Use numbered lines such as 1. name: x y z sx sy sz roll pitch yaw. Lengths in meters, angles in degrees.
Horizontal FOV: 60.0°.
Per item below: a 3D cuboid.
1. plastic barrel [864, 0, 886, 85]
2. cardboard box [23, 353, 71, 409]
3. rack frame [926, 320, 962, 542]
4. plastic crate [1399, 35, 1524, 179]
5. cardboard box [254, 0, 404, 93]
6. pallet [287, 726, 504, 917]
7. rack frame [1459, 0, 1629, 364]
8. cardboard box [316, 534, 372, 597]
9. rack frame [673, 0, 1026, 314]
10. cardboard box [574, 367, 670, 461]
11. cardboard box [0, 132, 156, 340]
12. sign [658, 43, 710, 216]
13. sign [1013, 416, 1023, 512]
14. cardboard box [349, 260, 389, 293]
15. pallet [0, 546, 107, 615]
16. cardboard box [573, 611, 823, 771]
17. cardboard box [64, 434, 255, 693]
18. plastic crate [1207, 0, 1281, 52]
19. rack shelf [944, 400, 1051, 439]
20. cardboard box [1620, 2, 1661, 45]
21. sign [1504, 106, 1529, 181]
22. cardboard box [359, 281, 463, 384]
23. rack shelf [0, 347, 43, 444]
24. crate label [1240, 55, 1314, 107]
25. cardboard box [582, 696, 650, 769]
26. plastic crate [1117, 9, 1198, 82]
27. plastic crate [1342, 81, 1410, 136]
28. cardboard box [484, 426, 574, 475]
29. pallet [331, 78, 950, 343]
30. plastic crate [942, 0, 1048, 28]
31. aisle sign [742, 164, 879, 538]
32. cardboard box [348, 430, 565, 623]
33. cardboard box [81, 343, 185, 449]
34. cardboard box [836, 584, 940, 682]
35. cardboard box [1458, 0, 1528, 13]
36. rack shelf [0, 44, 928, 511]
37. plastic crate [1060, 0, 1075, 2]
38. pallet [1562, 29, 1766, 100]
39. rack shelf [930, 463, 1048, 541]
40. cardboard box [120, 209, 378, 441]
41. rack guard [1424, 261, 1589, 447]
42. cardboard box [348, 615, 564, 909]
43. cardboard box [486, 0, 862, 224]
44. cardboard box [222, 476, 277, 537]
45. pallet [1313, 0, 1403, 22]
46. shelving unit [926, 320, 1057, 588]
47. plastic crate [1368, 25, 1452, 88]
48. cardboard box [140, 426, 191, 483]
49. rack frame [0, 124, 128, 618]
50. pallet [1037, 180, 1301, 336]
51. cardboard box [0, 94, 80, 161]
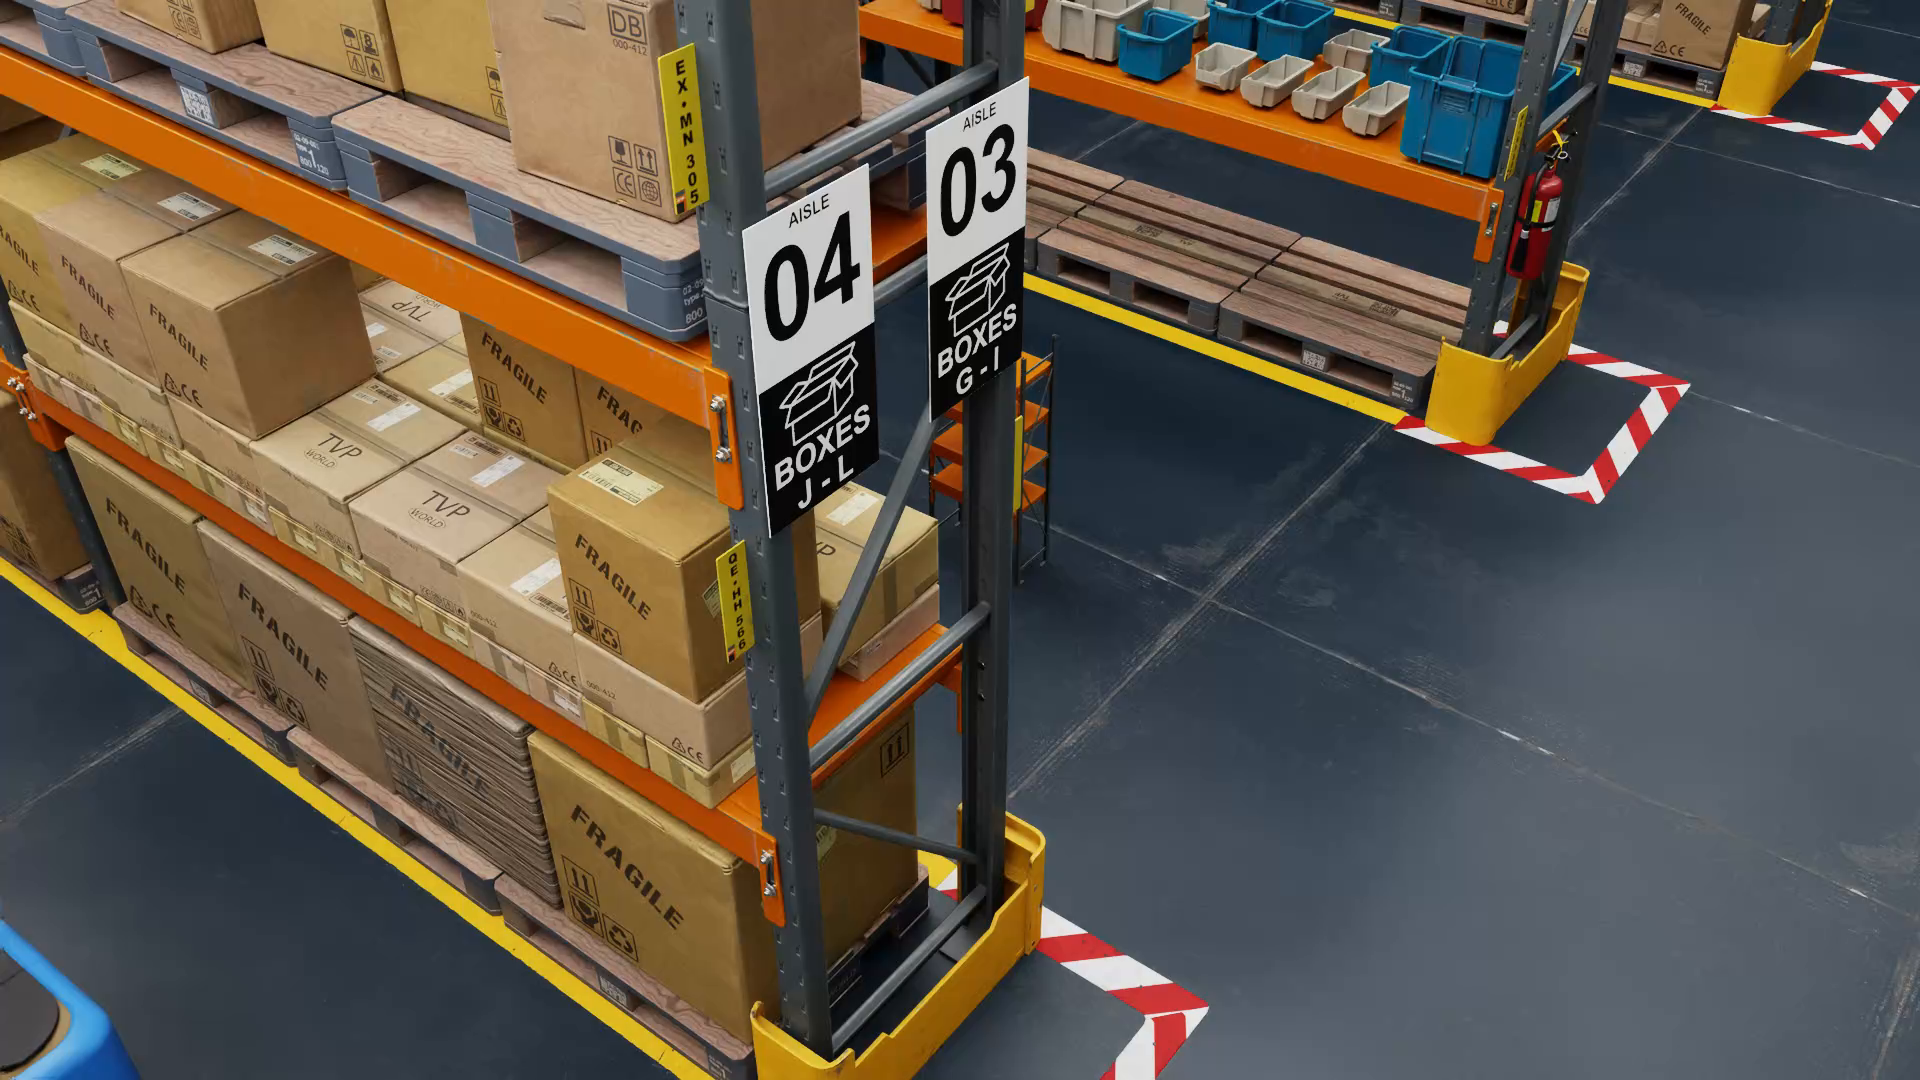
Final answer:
1. plastic barrel: -0.785 -3.036 10.557 0.708 0.901 0.600 25 45 29
2. cardboard box: -3.339 -0.687 6.398 0.250 0.149 0.380 25 45 29
3. rack frame: -0.062 -0.502 7.418 0.015 1.200 0.240 25 45 29
4. plastic crate: 2.435 -2.059 7.869 0.499 0.435 0.616 25 45 29
5. cardboard box: -1.454 -1.595 4.418 0.500 0.500 0.700 22 43 26
6. pallet: -1.842 0.818 6.534 1.213 0.211 1.003 25 45 29
7. rack frame: 2.814 -1.987 7.855 0.127 3.000 1.000 25 45 29
8. cardboard box: -1.892 -0.008 5.530 0.250 0.149 0.380 26 45 29
9. rack frame: -0.195 -1.924 2.908 0.127 3.000 1.000 25 45 29
10. cardboard box: -0.809 -0.414 5.118 0.500 0.500 0.500 24 44 28
11. cardboard box: -3.147 -1.109 6.005 0.500 0.500 0.500 25 45 29
12. sign: -0.536 -0.800 3.251 0.005 0.325 0.100 25 45 29
13. sign: 0.147 -0.203 4.810 0.005 0.325 0.100 25 45 29
14. cardboard box: -2.449 -1.182 6.099 0.500 0.500 0.500 26 45 29
15. pallet: -4.031 -0.214 7.852 1.213 0.211 1.003 25 45 29
16. cardboard box: -0.741 0.329 4.778 0.500 0.250 0.500 25 44 28
17. cardboard box: -2.897 -0.102 6.830 0.875 0.875 0.875 25 45 29
18. plastic crate: 1.534 -2.804 8.985 0.300 0.233 0.416 25 45 29
19. rack shelf: 0.131 -0.534 7.205 0.480 0.148 0.258 25 45 29
20. cardboard box: 4.978 -3.748 12.045 0.250 0.166 0.380 25 45 29
21. sign: 2.493 -1.776 7.453 0.005 0.325 0.100 25 45 29
22. cardboard box: -2.044 -0.697 6.088 0.500 0.250 0.500 26 45 29
23. rack shelf: -4.961 -1.526 7.849 4.000 0.370 1.077 25 45 29
24. crate label: 1.599 -2.332 8.460 0.243 0.136 0.396 25 45 29
25. cardboard box: -0.885 0.468 4.922 0.250 0.149 0.380 26 45 29
26. plastic crate: 1.027 -2.588 8.710 0.300 0.233 0.416 25 45 29
27. plastic crate: 2.056 -2.124 8.194 0.243 0.136 0.396 25 45 29
28. cardboard box: -1.226 -0.313 5.597 0.500 0.250 0.500 24 44 27
29. pallet: -0.791 -0.981 4.208 1.213 0.211 1.003 25 45 29
30. plastic crate: 0.194 -3.077 9.146 0.583 0.464 0.402 25 45 29
31. aisle sign: -0.320 -0.412 3.734 0.004 0.787 0.394 25 45 29
32. cardboard box: -1.548 -0.052 5.264 0.500 0.250 0.500 24 44 27
33. cardboard box: -2.766 -0.625 5.995 0.500 0.250 0.500 25 44 28
34. cardboard box: -0.276 0.243 5.211 0.250 0.149 0.380 26 45 29
35. cardboard box: 4.145 -4.398 12.603 0.637 0.503 0.797 25 45 29
36. rack shelf: -1.784 -1.209 5.011 4.000 0.370 1.077 25 45 29
37. plastic crate: 0.689 -3.113 9.467 0.590 0.125 0.437 25 45 29
38. pallet: 5.132 -3.640 12.228 1.213 0.211 1.003 25 45 29
39. rack shelf: 0.131 -0.201 7.465 0.480 0.148 0.258 25 45 29
40. cardboard box: -2.344 -0.728 5.519 0.500 0.500 0.500 24 44 27
41. rack guard: 2.841 -1.000 8.622 0.348 0.500 1.175 25 45 29
42. cardboard box: -1.475 0.568 5.974 0.875 0.875 0.875 25 45 29
43. cardboard box: -0.641 -1.155 3.857 0.500 0.500 0.700 23 43 26
44. cardboard box: -2.309 -0.202 5.779 0.250 0.149 0.380 26 45 29
45. pallet: 3.194 -4.553 13.395 1.213 0.211 1.003 25 45 29
46. shelving unit: 0.131 -0.410 7.301 0.503 1.200 0.258 25 45 29
47. plastic crate: 2.295 -2.445 8.527 0.300 0.233 0.416 25 45 29
48. cardboard box: -2.711 -0.393 6.022 0.250 0.149 0.380 24 44 27
49. rack frame: -3.372 -1.060 6.671 0.127 3.000 1.000 25 45 29
50. pallet: 1.218 -1.674 9.717 1.213 0.211 1.003 25 45 29
51. cardboard box: -3.884 -1.729 6.631 0.637 0.503 0.797 24 44 27
